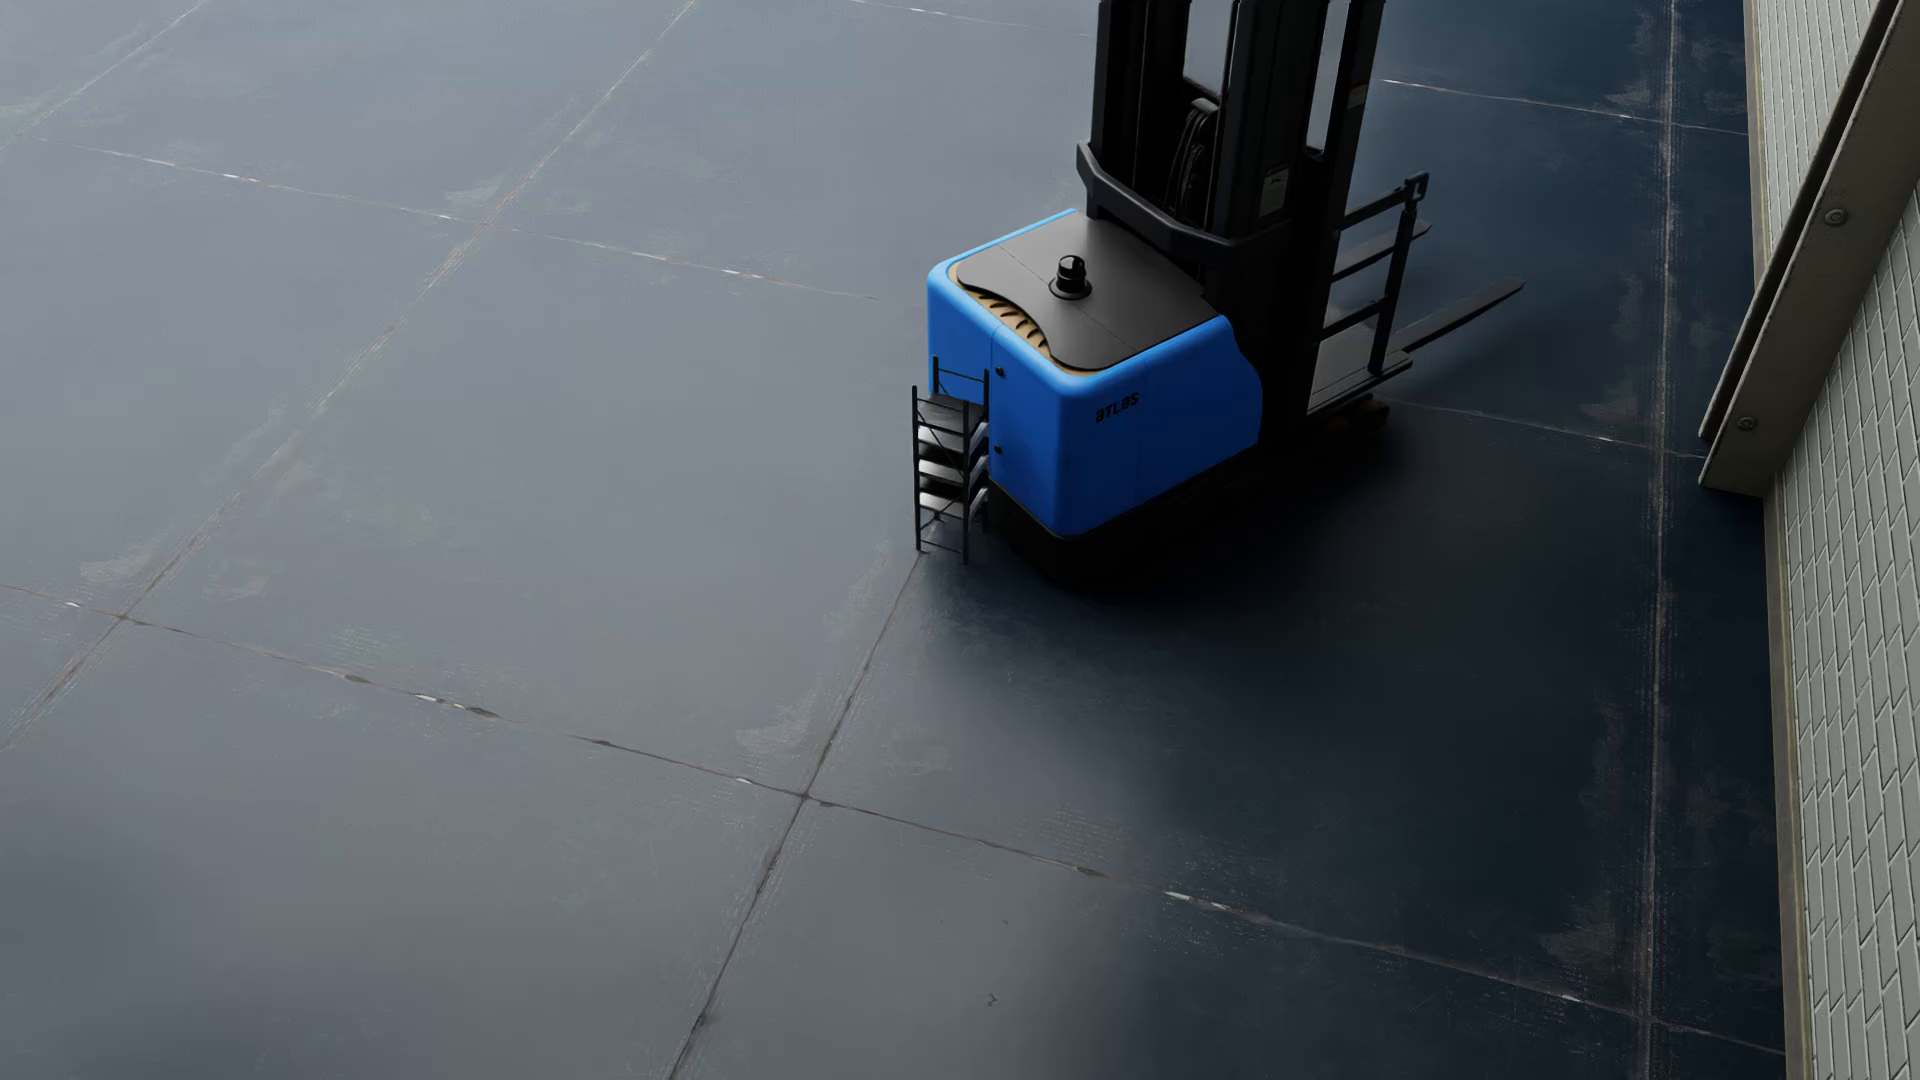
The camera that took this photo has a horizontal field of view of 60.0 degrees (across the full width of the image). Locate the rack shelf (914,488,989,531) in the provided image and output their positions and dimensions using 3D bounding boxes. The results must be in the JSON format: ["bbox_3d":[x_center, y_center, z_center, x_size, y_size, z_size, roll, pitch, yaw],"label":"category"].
[{"bbox_3d":[-0.035,-0.161,6.975,0.258,0.077,0.200,17,47,17],"label":"rack shelf"}]

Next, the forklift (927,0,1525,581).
[{"bbox_3d":[1.342,-1.716,6.807,3.031,2.935,1.130,-27,50,-25],"label":"forklift"}]

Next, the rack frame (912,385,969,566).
[{"bbox_3d":[-0.076,-0.249,6.759,0.240,0.900,0.006,17,47,17],"label":"rack frame"}]

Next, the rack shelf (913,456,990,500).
[{"bbox_3d":[-0.036,-0.290,6.849,0.258,0.077,0.200,17,47,17],"label":"rack shelf"}]

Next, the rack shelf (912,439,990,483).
[{"bbox_3d":[-0.036,-0.354,6.786,0.258,0.077,0.200,17,47,17],"label":"rack shelf"}]

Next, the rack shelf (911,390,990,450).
[{"bbox_3d":[-0.036,-0.483,6.660,0.258,0.077,0.200,17,47,17],"label":"rack shelf"}]

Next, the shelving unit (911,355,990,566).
[{"bbox_3d":[-0.036,-0.314,6.826,0.258,0.900,0.210,17,47,17],"label":"shelving unit"}]

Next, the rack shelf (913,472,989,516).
[{"bbox_3d":[-0.035,-0.225,6.912,0.258,0.077,0.200,17,47,17],"label":"rack shelf"}]

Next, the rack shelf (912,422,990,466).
[{"bbox_3d":[-0.036,-0.419,6.723,0.258,0.077,0.200,17,47,17],"label":"rack shelf"}]

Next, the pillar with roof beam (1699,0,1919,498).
[{"bbox_3d":[-0.608,-4.472,5.285,9.100,9.000,0.400,13,46,13],"label":"pillar with roof beam"}]

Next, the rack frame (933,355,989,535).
[{"bbox_3d":[0.005,-0.379,6.892,0.240,0.900,0.006,17,47,17],"label":"rack frame"}]
